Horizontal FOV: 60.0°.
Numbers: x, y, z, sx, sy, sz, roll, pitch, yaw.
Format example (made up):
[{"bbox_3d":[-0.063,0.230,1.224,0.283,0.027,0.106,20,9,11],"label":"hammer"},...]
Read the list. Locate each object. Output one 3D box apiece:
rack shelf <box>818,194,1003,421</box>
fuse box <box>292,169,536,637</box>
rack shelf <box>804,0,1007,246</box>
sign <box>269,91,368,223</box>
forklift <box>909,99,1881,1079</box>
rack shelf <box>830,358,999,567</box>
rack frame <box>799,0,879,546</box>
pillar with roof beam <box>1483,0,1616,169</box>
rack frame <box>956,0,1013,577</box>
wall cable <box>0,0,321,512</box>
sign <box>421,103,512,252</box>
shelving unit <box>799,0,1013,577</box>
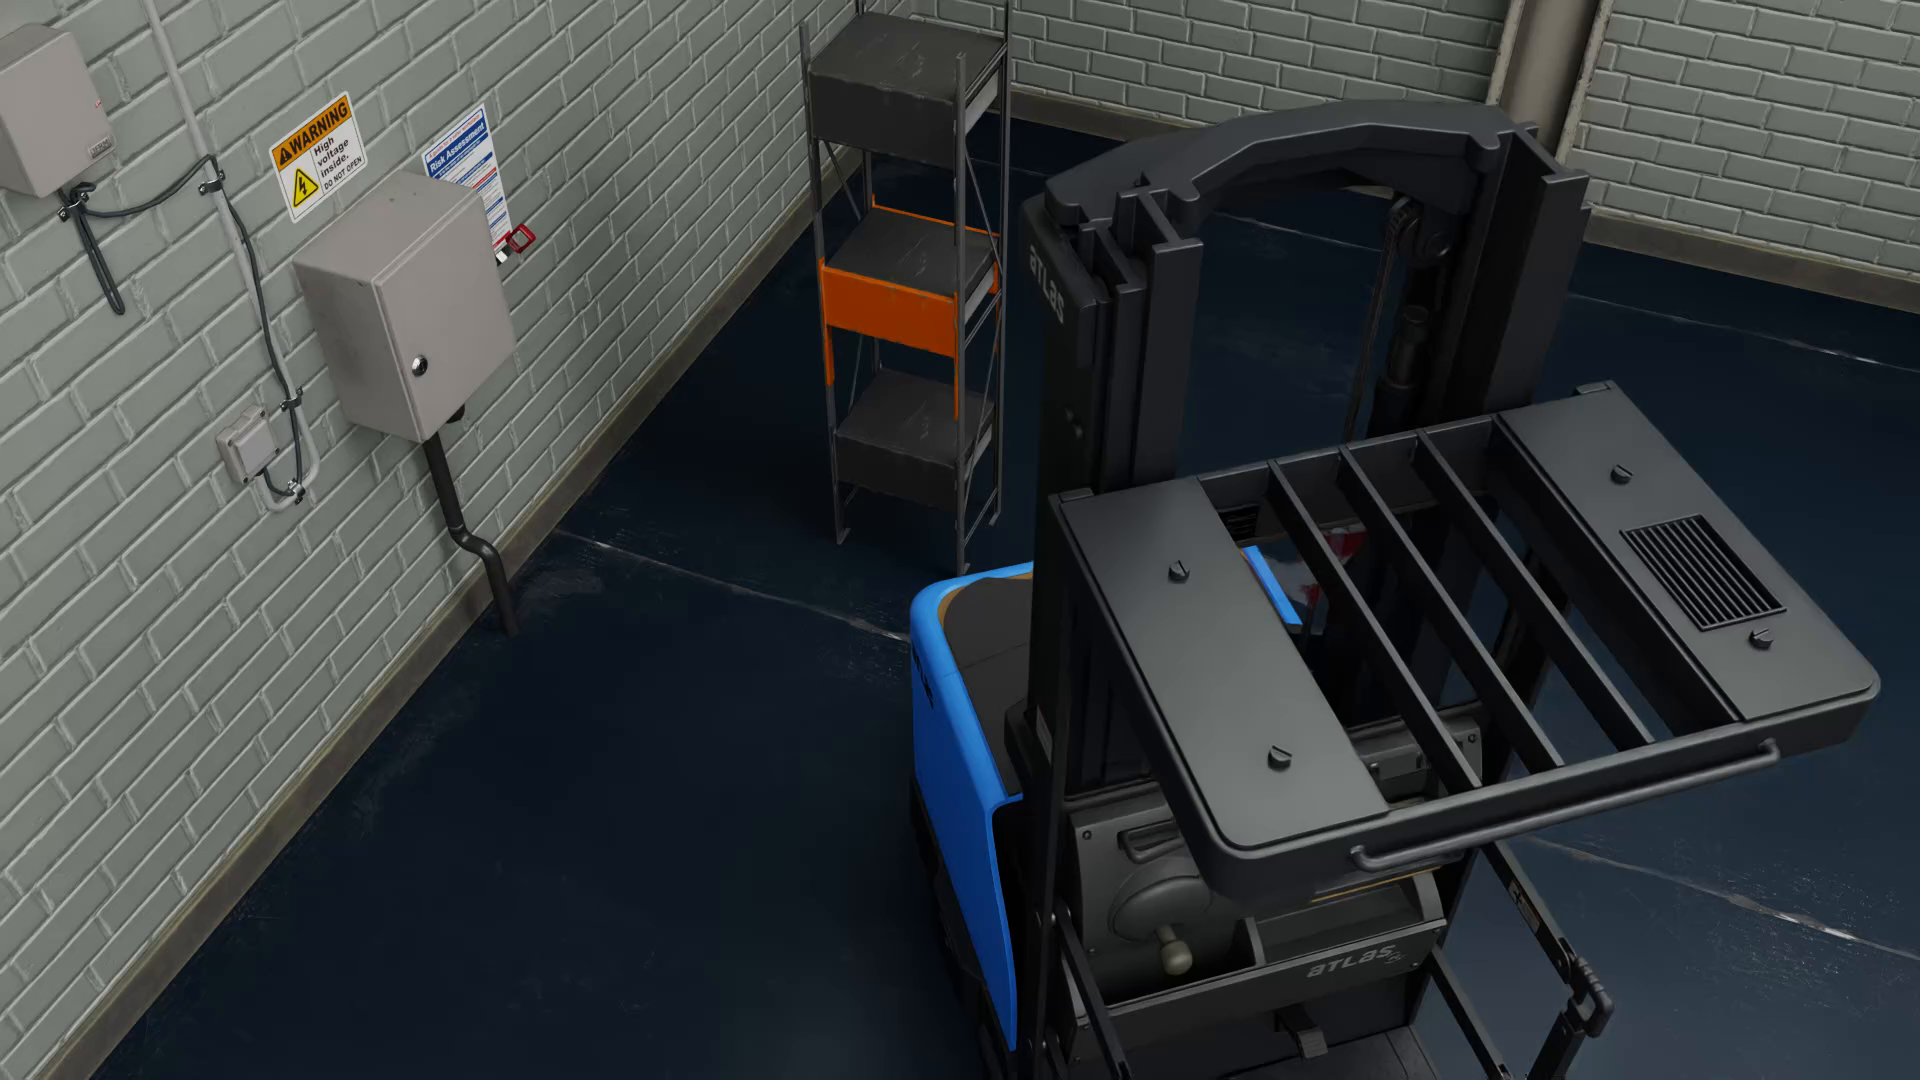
[{"bbox_3d":[-0.153,-0.780,5.564,0.480,0.518,0.431,16,47,16],"label":"rack shelf"},{"bbox_3d":[-1.559,-0.292,5.330,0.414,1.711,0.539,16,47,16],"label":"fuse box"},{"bbox_3d":[-0.153,-1.276,5.070,0.480,0.518,0.431,16,47,16],"label":"rack shelf"},{"bbox_3d":[-1.772,-1.061,4.605,0.001,0.242,0.339,16,47,16],"label":"sign"},{"bbox_3d":[0.752,0.751,3.417,1.130,2.935,3.031,-12,46,-12],"label":"forklift"},{"bbox_3d":[-0.153,-0.283,6.058,0.480,0.518,0.431,16,47,16],"label":"rack shelf"},{"bbox_3d":[-0.378,-0.856,5.621,0.015,2.100,0.400,16,47,16],"label":"rack frame"},{"bbox_3d":[0.819,-1.780,1.659,0.400,9.000,9.100,16,47,16],"label":"pillar with roof beam"},{"bbox_3d":[0.072,-0.723,5.488,0.015,2.100,0.400,16,47,16],"label":"rack frame"},{"bbox_3d":[-1.967,-0.707,4.114,0.122,1.984,0.588,16,47,16],"label":"wall cable"},{"bbox_3d":[-1.560,-1.093,5.289,0.001,0.494,0.329,16,47,16],"label":"sign"},{"bbox_3d":[-0.153,-0.789,5.555,0.503,2.100,0.431,16,47,16],"label":"shelving unit"}]
